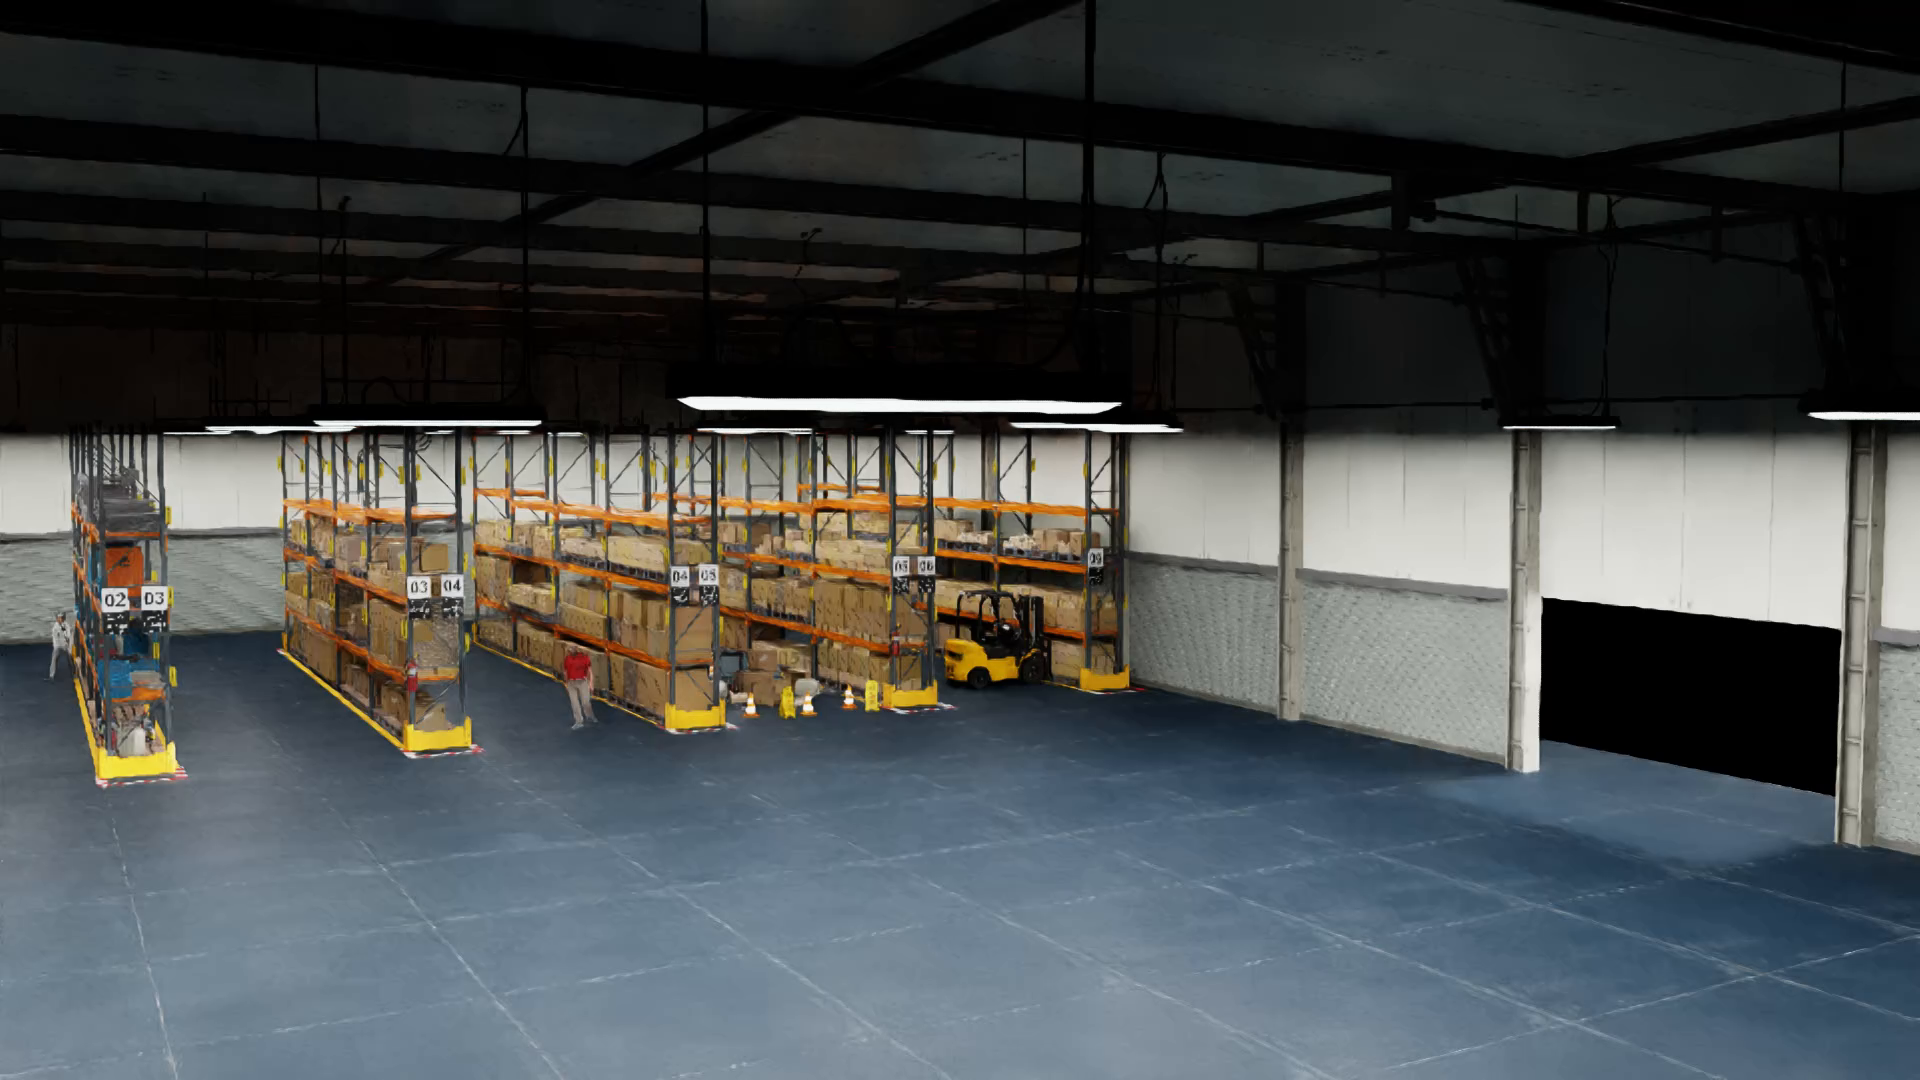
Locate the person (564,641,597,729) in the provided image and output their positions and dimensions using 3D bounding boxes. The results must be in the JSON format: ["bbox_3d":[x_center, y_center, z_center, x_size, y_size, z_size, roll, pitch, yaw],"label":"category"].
[{"bbox_3d":[-7.486,2.842,32.786,0.605,1.716,0.550,0,4,8],"label":"person"}]

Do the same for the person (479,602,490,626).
[{"bbox_3d":[-14.473,1.796,50.488,0.519,1.617,0.939,0,4,-8],"label":"person"}]

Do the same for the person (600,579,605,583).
[{"bbox_3d":[-9.958,1.957,46.568,0.581,1.747,0.673,-1,4,-15],"label":"person"}]

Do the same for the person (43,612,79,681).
[{"bbox_3d":[-21.065,2.484,38.992,0.530,1.628,0.875,0,4,-2],"label":"person"}]
